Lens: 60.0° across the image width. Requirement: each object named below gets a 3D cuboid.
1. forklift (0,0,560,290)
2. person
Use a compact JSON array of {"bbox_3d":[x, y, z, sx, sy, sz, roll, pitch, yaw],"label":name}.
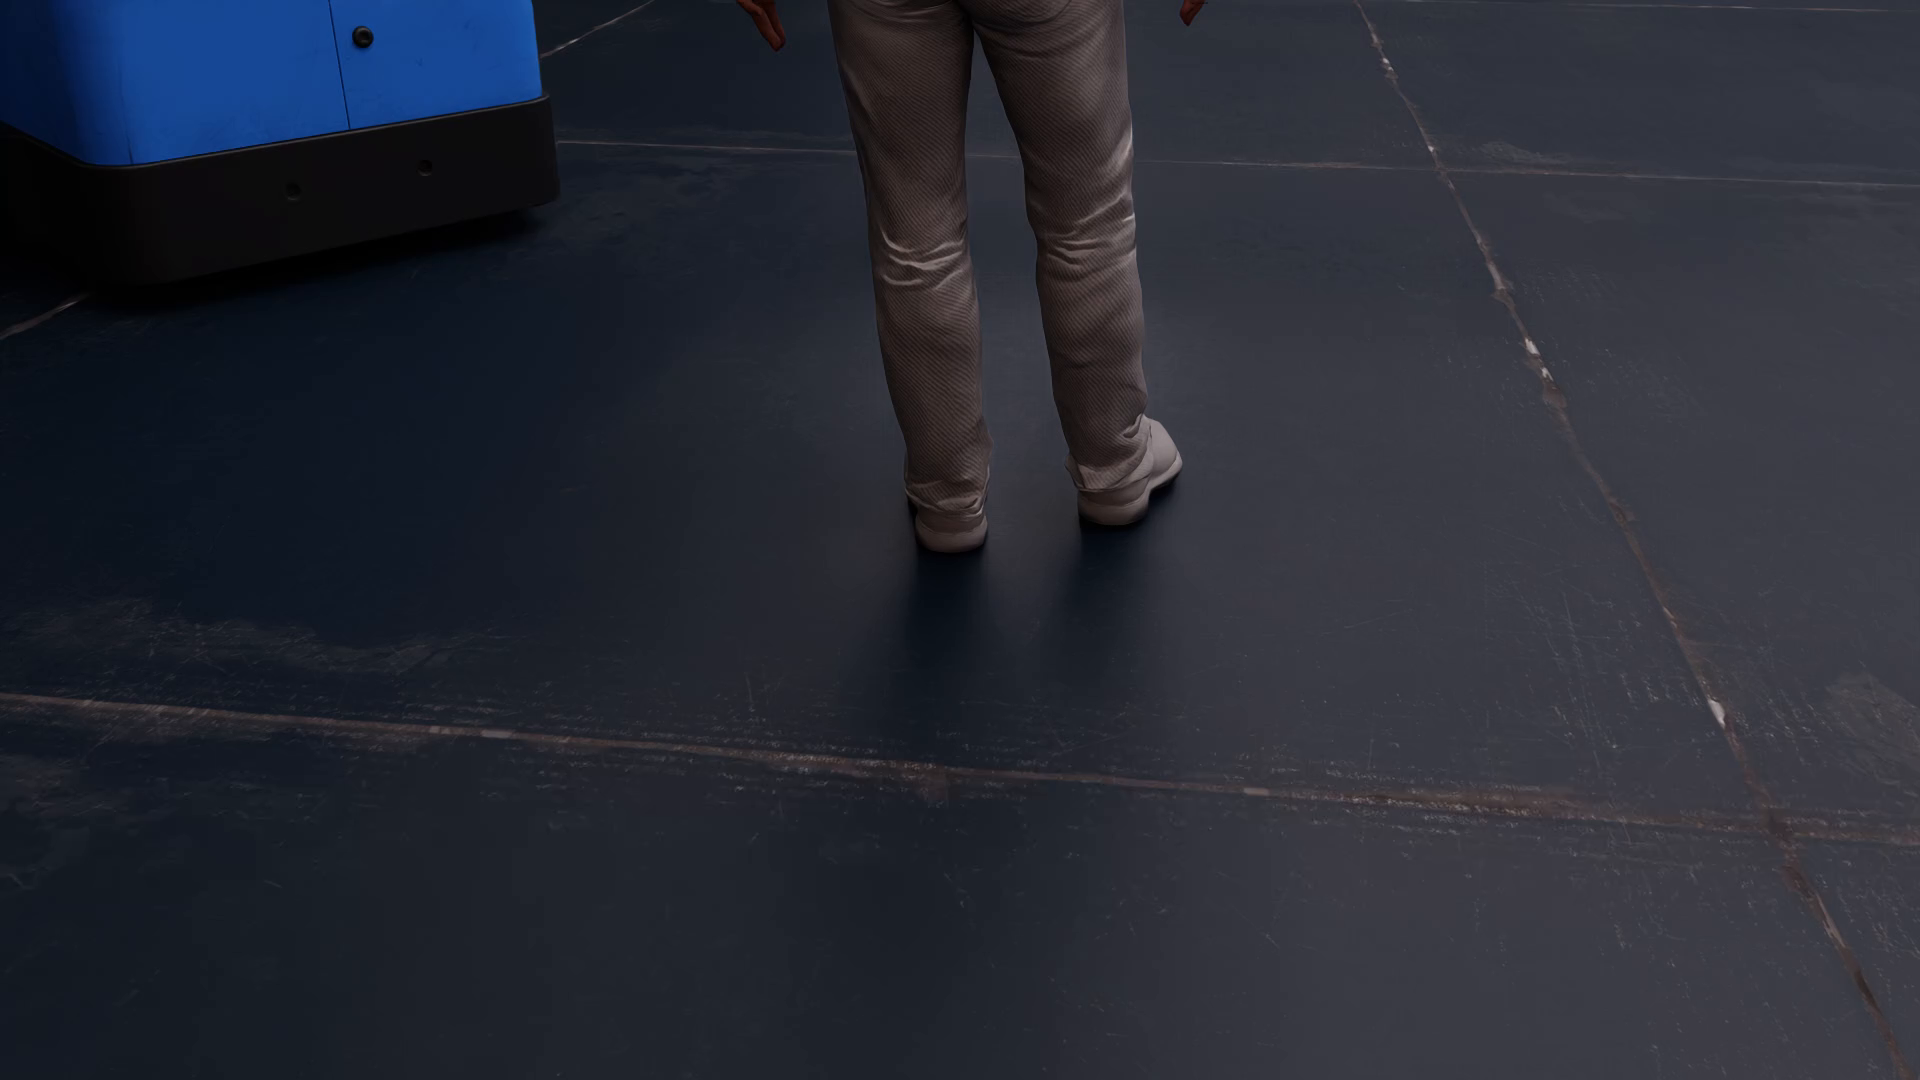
[{"bbox_3d":[-2.338,-2.395,4.017,1.130,2.935,3.031,-23,35,-38],"label":"forklift"},{"bbox_3d":[0.014,-0.827,2.164,0.666,1.768,0.575,3,27,7],"label":"person"}]
